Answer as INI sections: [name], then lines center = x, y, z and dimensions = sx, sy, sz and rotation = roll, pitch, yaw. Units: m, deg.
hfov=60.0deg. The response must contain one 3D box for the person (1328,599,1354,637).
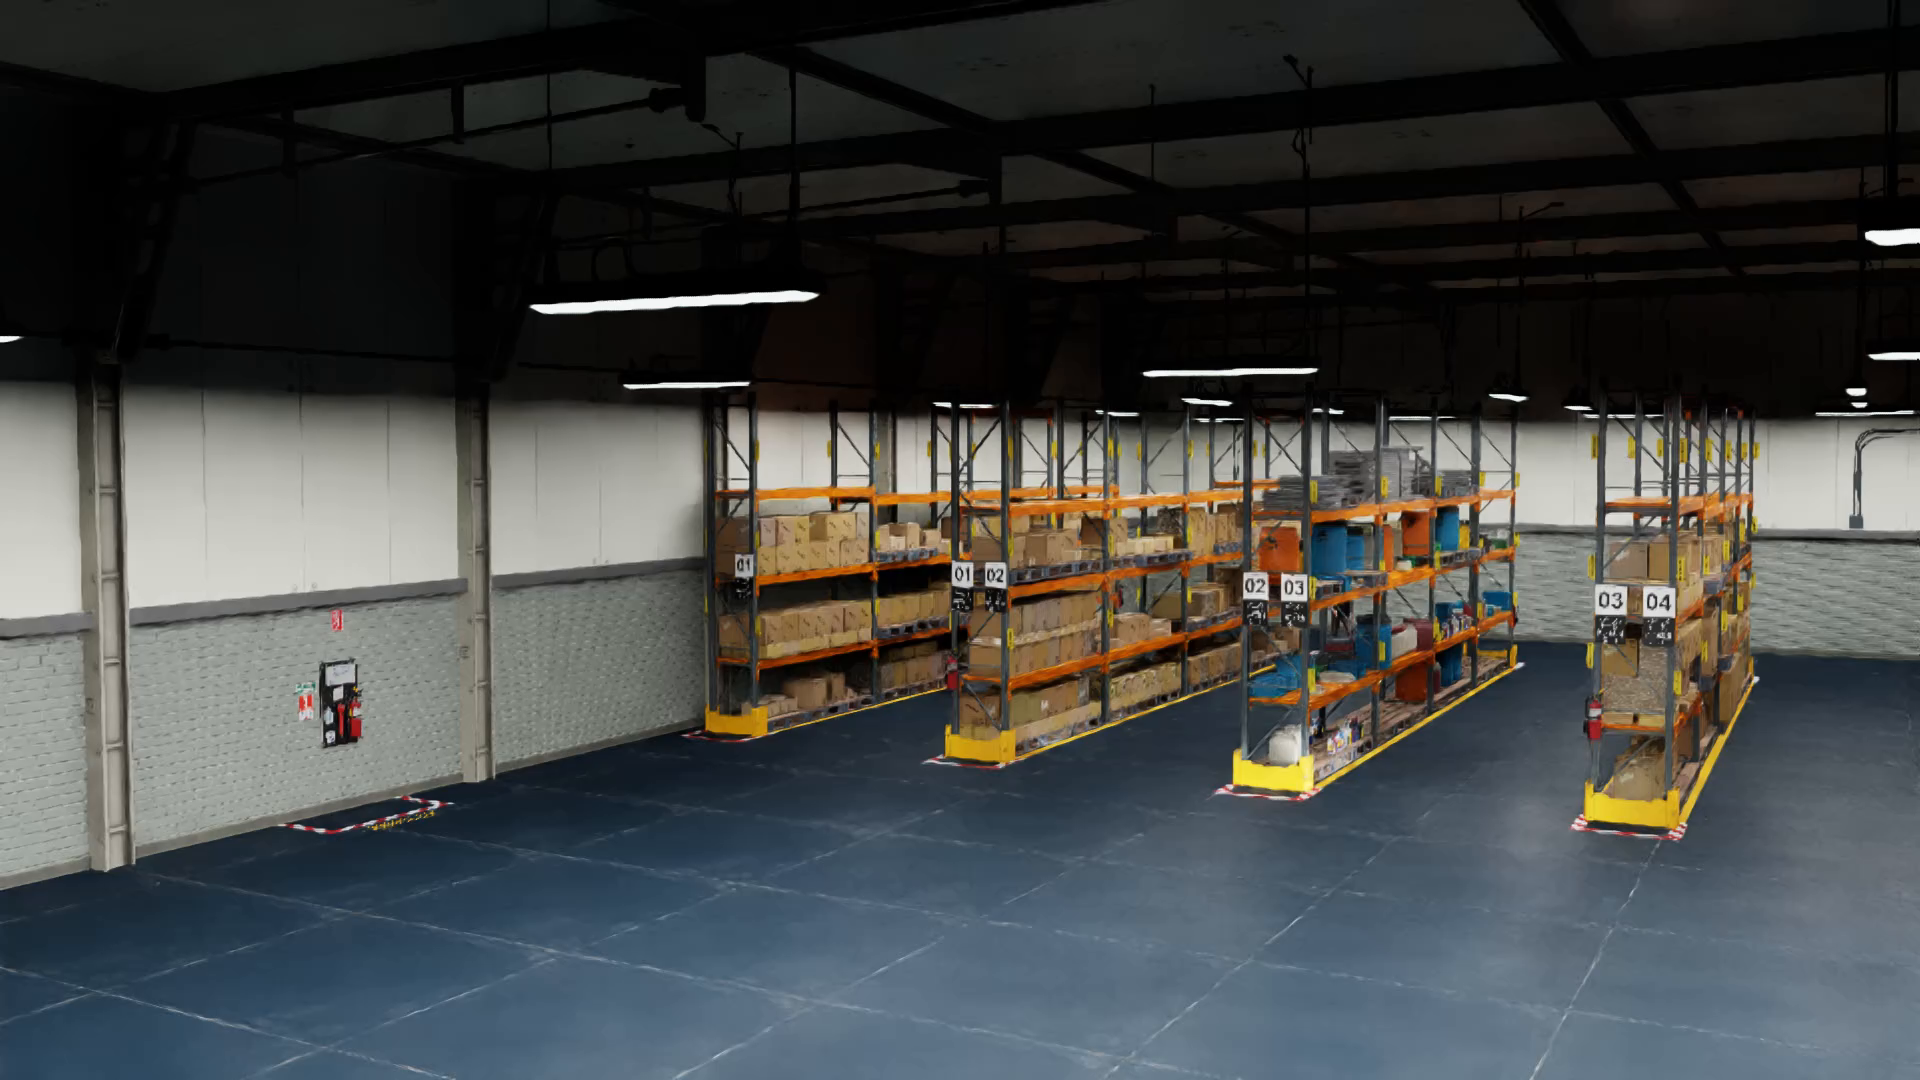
[person]
center = 9.580, 1.911, 41.714
dimensions = 0.686, 1.655, 0.832
rotation = 1, 3, 10
